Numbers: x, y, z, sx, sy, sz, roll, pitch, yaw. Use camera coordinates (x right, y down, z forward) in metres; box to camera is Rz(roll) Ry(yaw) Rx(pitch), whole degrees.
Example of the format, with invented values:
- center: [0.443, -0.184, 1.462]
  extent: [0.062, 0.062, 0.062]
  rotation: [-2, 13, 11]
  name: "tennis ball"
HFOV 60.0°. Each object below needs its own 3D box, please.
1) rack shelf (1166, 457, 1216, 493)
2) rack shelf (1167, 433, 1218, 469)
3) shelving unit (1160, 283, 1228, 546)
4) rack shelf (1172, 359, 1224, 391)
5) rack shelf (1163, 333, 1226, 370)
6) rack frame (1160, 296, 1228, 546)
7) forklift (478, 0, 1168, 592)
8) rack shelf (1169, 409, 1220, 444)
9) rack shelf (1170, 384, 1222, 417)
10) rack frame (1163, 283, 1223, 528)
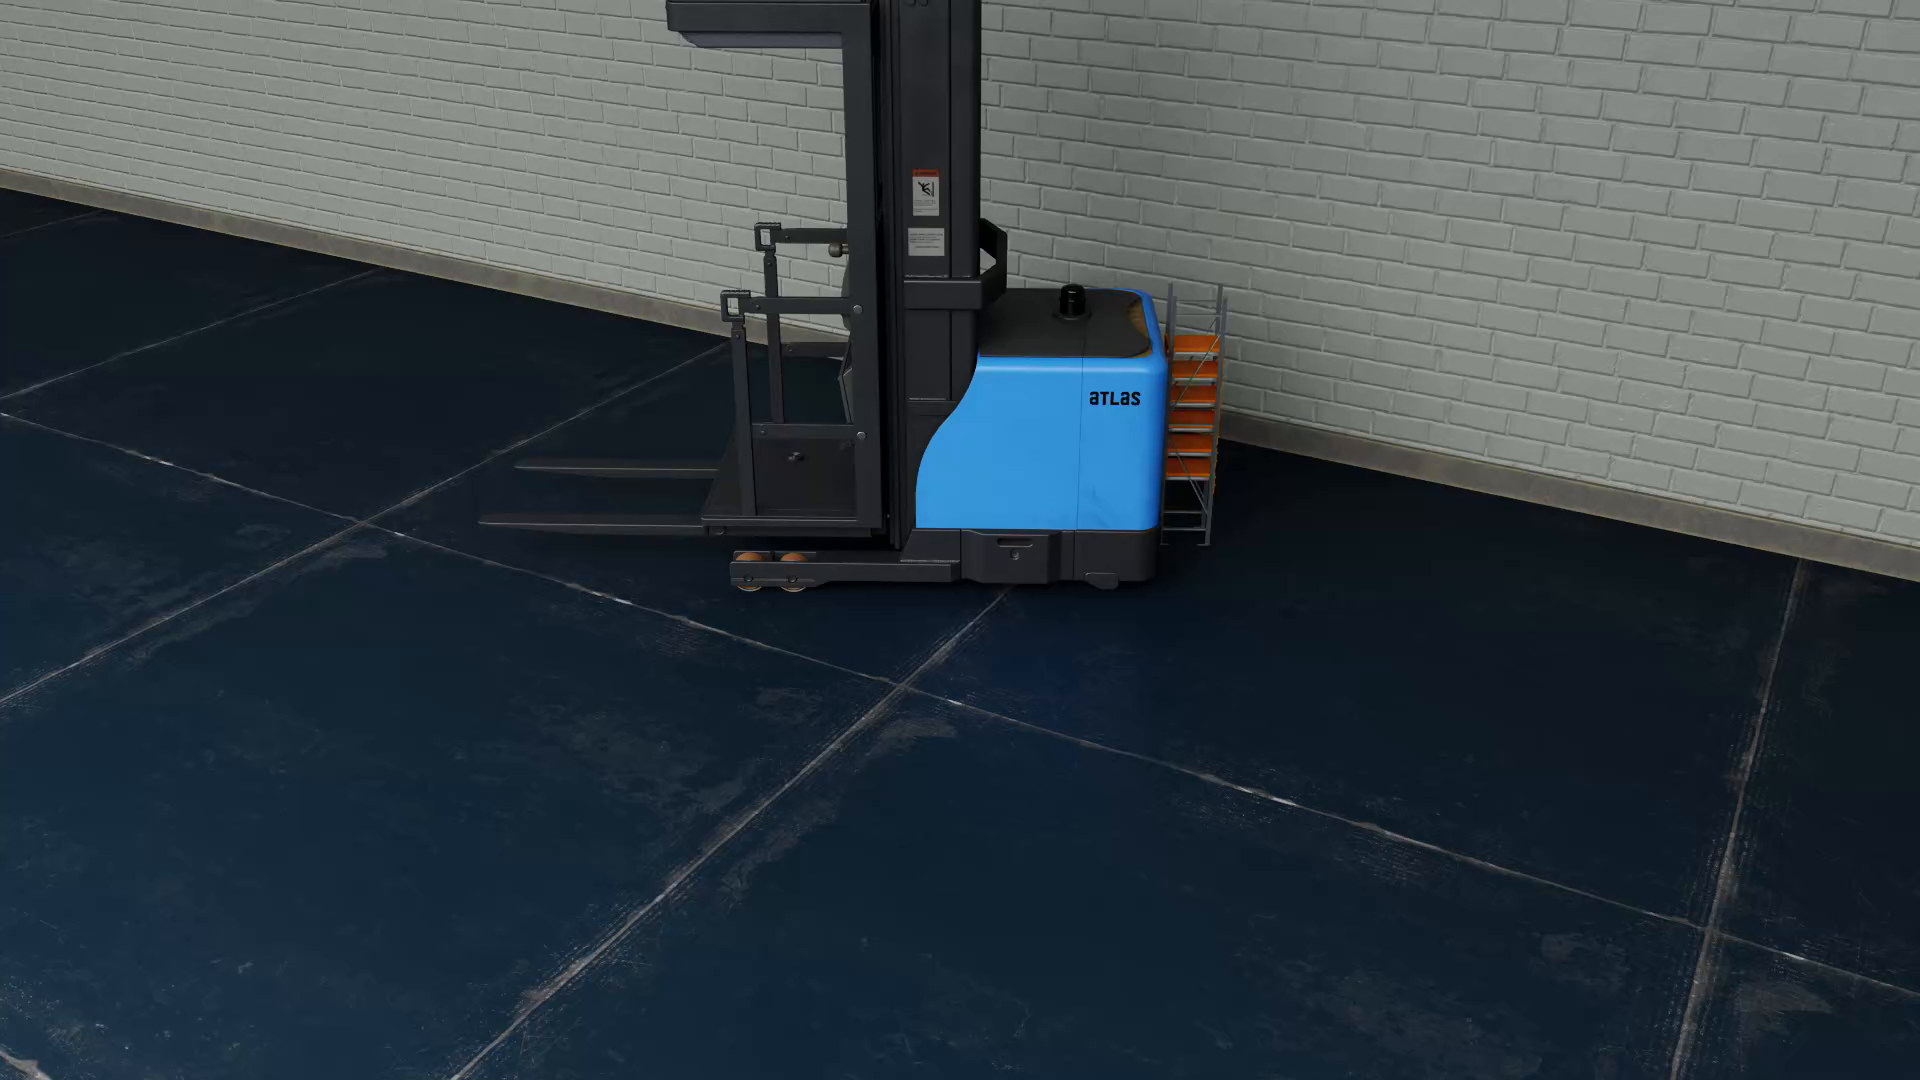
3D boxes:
- center: [1.037, -0.300, 7.644]
  extent: [0.258, 0.103, 0.180]
  rotation: [1, 27, 1]
  name: "rack shelf"
- center: [1.037, -0.407, 7.590]
  extent: [0.258, 0.103, 0.180]
  rotation: [1, 27, 1]
  name: "rack shelf"
- center: [1.037, -0.554, 7.516]
  extent: [0.258, 1.200, 0.189]
  rotation: [1, 27, 1]
  name: "shelving unit"
- center: [1.037, -0.729, 7.429]
  extent: [0.258, 0.103, 0.180]
  rotation: [1, 27, 1]
  name: "rack shelf"
- center: [1.037, -0.836, 7.375]
  extent: [0.258, 0.103, 0.180]
  rotation: [1, 27, 1]
  name: "rack shelf"
- center: [1.034, -0.513, 7.435]
  extent: [0.240, 1.200, 0.006]
  rotation: [1, 27, 1]
  name: "rack frame"
- center: [-0.627, -1.319, 7.110]
  extent: [3.031, 2.935, 1.130]
  rotation: [1, 27, 1]
  name: "forklift"
- center: [1.037, -0.514, 7.536]
  extent: [0.258, 0.103, 0.180]
  rotation: [1, 27, 1]
  name: "rack shelf"
- center: [1.037, -0.622, 7.483]
  extent: [0.258, 0.103, 0.180]
  rotation: [1, 27, 1]
  name: "rack shelf"
- center: [1.039, -0.595, 7.598]
  extent: [0.240, 1.200, 0.006]
  rotation: [1, 27, 1]
  name: "rack frame"
